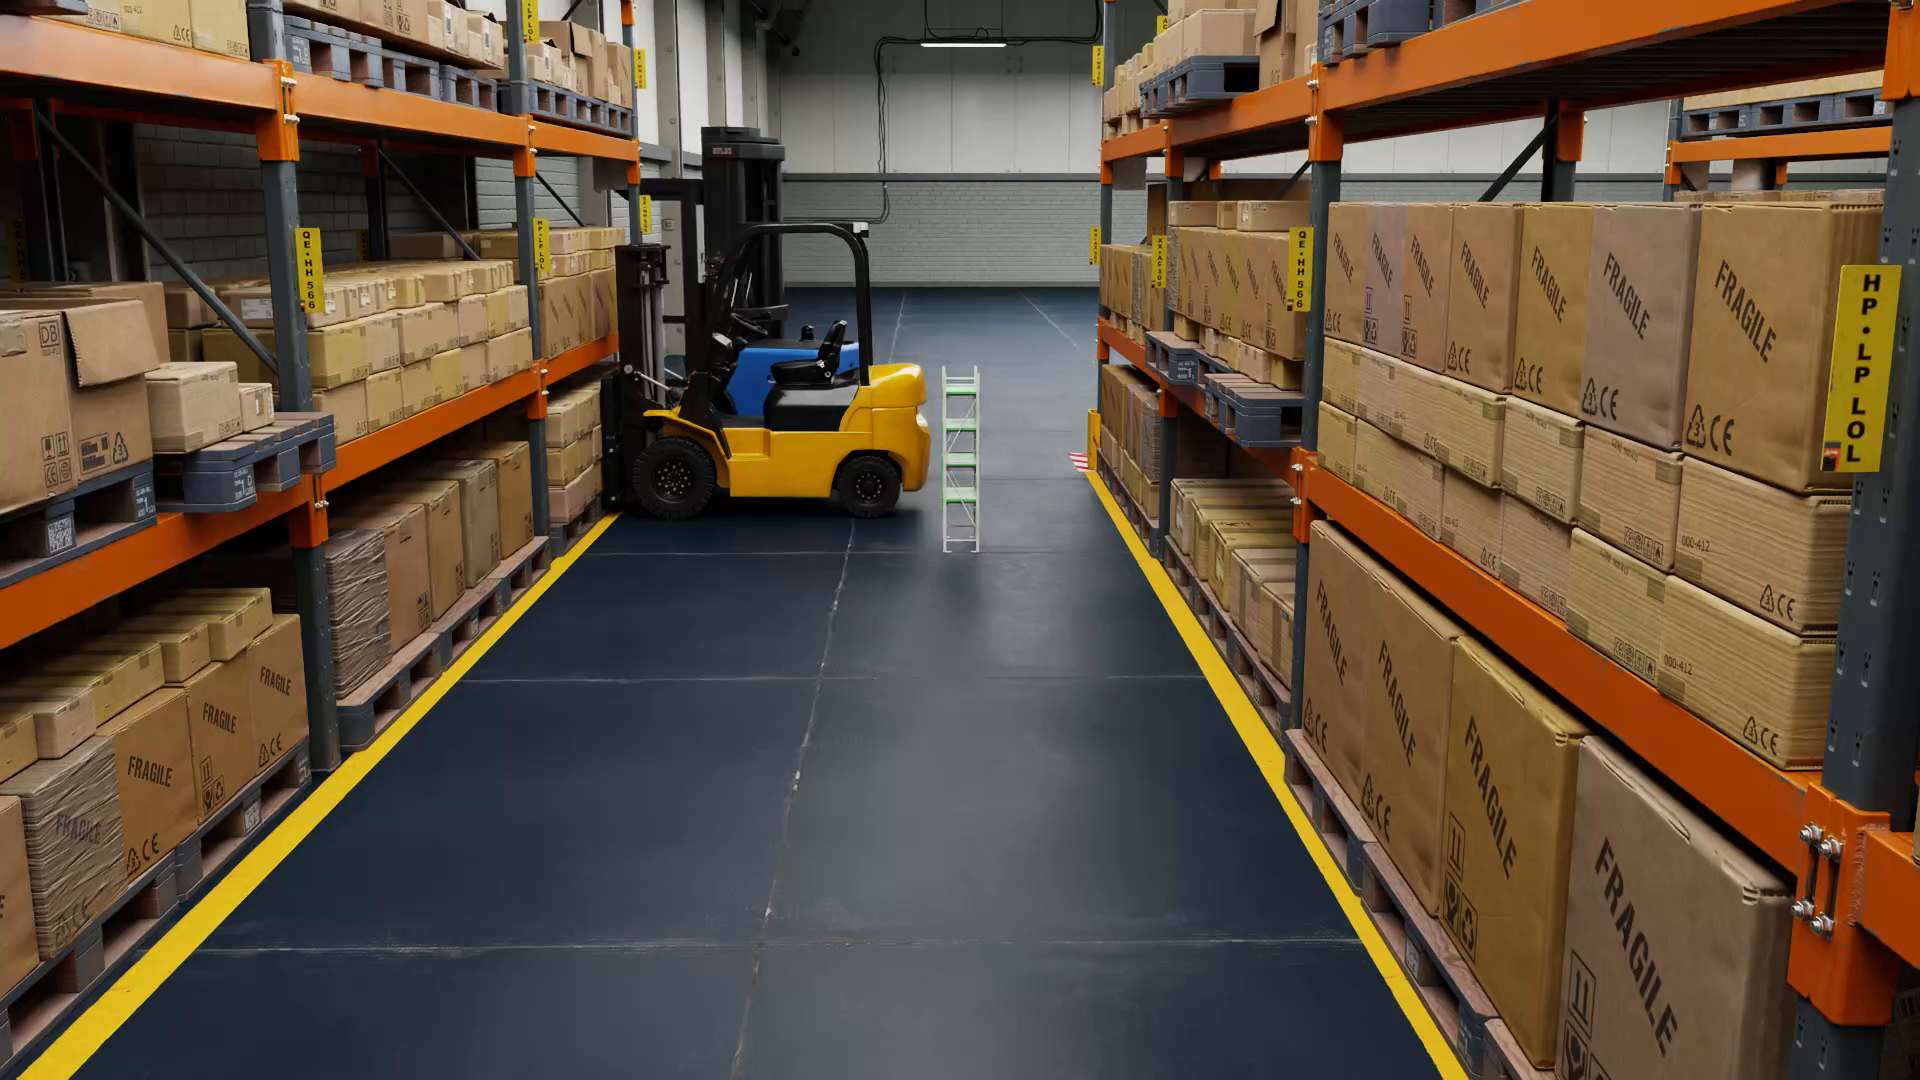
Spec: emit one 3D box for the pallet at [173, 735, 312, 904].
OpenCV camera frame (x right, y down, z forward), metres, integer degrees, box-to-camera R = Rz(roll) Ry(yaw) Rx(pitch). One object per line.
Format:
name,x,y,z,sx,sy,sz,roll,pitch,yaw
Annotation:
pallet,-3.100,0.997,6.113,1.003,0.211,1.213,0,11,-1

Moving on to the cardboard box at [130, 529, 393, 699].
cardboard box,-3.077,0.316,7.373,0.875,0.625,0.625,0,11,1

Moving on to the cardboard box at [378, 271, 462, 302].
cardboard box,-2.793,-1.307,8.573,0.380,0.149,0.250,-1,11,-3

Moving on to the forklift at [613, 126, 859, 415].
forklift,-2.401,-2.172,14.893,3.031,2.935,1.130,4,12,18

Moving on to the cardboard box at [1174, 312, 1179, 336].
cardboard box,1.498,-1.306,10.026,0.380,0.149,0.250,0,11,0

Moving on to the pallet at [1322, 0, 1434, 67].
pallet,1.951,-1.789,5.763,1.213,0.211,1.003,0,11,1

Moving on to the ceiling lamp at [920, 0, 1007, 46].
ceiling lamp,0.079,-12.982,38.234,2.000,3.185,0.800,0,11,-1

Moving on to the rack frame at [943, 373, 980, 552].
rack frame,0.008,-0.507,11.039,0.240,1.200,0.015,0,11,-1

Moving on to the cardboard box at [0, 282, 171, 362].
cardboard box,-3.224,-0.670,6.008,0.500,0.500,0.500,0,11,2

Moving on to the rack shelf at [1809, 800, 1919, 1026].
rack shelf,2.009,1.006,0.864,1.077,0.370,4.000,0,11,-1

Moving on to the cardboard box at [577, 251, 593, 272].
cardboard box,-2.916,-2.052,12.246,0.380,0.149,0.250,0,11,-2

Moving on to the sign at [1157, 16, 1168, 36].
sign,1.260,-3.054,10.223,0.100,0.325,0.005,0,11,-1

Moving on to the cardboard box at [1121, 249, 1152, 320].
cardboard box,1.496,-1.924,12.496,0.500,0.500,0.500,0,11,-2

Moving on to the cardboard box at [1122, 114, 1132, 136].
cardboard box,1.432,-3.152,12.640,0.380,0.149,0.250,0,11,-1

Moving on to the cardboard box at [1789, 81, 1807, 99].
cardboard box,6.389,-3.351,12.311,0.380,0.149,0.250,0,11,-1

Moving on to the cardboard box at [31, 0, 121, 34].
cardboard box,-2.803,-1.614,4.804,0.500,0.250,0.500,0,11,-1

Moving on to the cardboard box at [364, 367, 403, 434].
cardboard box,-2.848,-0.634,7.515,0.500,0.250,0.500,0,11,-2

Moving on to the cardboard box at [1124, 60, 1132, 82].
cardboard box,1.443,-3.544,12.567,0.380,0.149,0.250,0,11,0

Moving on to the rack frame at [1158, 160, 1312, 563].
rack frame,1.802,-1.334,10.591,1.000,3.000,0.127,0,11,-1

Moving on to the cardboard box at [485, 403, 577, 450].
cardboard box,-2.857,-0.759,11.099,0.500,0.250,0.500,0,11,-2

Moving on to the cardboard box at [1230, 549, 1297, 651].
cardboard box,1.860,0.284,8.168,0.950,0.372,0.625,0,11,-2

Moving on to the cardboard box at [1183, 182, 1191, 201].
cardboard box,1.936,-2.412,12.390,0.700,0.500,0.500,0,11,-2

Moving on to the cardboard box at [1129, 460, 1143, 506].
cardboard box,1.500,-0.415,11.918,0.500,0.250,0.500,-1,11,-3

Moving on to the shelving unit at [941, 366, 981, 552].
shelving unit,0.003,-0.555,11.278,0.258,1.200,0.503,0,11,-1

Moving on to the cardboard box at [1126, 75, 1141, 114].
cardboard box,1.490,-3.266,12.198,0.500,0.250,0.500,0,11,0

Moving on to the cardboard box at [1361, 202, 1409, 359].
cardboard box,1.670,-0.880,5.588,0.500,0.500,0.500,0,11,-1

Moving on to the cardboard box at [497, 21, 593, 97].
cardboard box,-3.095,-3.476,12.038,0.797,0.503,0.637,0,11,1

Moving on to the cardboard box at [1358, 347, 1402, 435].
cardboard box,1.658,-0.506,5.629,0.500,0.250,0.500,0,11,0

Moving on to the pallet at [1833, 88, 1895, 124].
pallet,6.742,-2.964,11.303,1.003,0.211,1.213,0,11,-1

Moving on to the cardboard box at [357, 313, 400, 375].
cardboard box,-2.852,-0.878,7.463,0.500,0.250,0.500,0,11,1

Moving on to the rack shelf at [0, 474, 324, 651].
rack shelf,-3.037,0.232,4.679,1.077,0.370,4.000,0,11,-1

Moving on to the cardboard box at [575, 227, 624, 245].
cardboard box,-2.989,-2.502,13.714,0.380,0.149,0.250,0,11,-1

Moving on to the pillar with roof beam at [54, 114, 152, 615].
pillar with roof beam,0.298,-3.731,7.317,9.100,9.000,0.400,0,11,-1

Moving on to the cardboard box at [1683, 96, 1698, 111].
cardboard box,6.353,-3.702,14.042,0.380,0.149,0.250,0,11,-1

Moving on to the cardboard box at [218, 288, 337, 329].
cardboard box,-2.790,-0.949,6.811,0.380,0.149,0.250,0,11,1

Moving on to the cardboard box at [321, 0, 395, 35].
cardboard box,-2.960,-2.537,7.415,0.700,0.500,0.500,0,11,-2

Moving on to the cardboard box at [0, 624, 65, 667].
cardboard box,-3.315,0.390,5.690,0.380,0.149,0.250,0,11,0

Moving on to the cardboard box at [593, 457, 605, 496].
cardboard box,-2.892,-0.472,12.200,0.500,0.250,0.500,0,11,0

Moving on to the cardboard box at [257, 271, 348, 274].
cardboard box,-3.383,-1.306,8.569,0.380,0.149,0.250,0,11,-1

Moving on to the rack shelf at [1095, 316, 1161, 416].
rack shelf,1.761,-1.379,12.622,1.077,0.370,4.000,0,11,-1

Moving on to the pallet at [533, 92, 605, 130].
pallet,-3.226,-3.151,12.225,1.003,0.211,1.213,0,11,-1

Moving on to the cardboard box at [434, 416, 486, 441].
cardboard box,-3.364,-0.758,11.097,0.500,0.250,0.500,0,11,0

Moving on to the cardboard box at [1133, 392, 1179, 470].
cardboard box,1.509,-0.778,11.821,0.500,0.500,0.500,0,11,0

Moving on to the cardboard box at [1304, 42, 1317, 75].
cardboard box,1.655,-1.997,6.946,0.380,0.149,0.250,0,11,-1

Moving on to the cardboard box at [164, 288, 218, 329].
cardboard box,-3.287,-0.949,6.808,0.380,0.149,0.250,0,11,1

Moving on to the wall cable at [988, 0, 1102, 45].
wall cable,2.310,-14.667,44.889,3.097,2.526,0.112,0,11,-1

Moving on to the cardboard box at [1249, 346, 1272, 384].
cardboard box,1.515,-0.789,7.479,0.380,0.149,0.250,0,11,-2

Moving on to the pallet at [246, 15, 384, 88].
pallet,-3.181,-2.030,6.951,1.213,0.211,1.003,0,11,1

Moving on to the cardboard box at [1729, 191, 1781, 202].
cardboard box,6.614,-2.478,13.135,0.875,0.550,0.550,0,11,-1

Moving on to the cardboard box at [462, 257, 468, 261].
cardboard box,-3.464,-1.792,10.967,0.380,0.149,0.250,-1,11,-3

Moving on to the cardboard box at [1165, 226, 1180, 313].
cardboard box,1.525,-1.640,10.045,0.500,0.500,0.500,0,11,0

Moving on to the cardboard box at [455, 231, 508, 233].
cardboard box,-3.463,-2.143,11.945,0.380,0.149,0.250,0,11,-2

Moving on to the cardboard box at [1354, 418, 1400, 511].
cardboard box,1.672,-0.265,5.699,0.500,0.250,0.500,-1,11,-3

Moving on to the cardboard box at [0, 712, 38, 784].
cardboard box,-2.861,0.593,4.689,0.380,0.149,0.250,0,11,-1

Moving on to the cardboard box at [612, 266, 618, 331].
cardboard box,-2.969,-1.957,13.411,0.500,0.500,0.500,0,11,1

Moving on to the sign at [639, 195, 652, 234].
sign,-2.700,-2.791,14.265,0.100,0.325,0.005,0,11,-1
